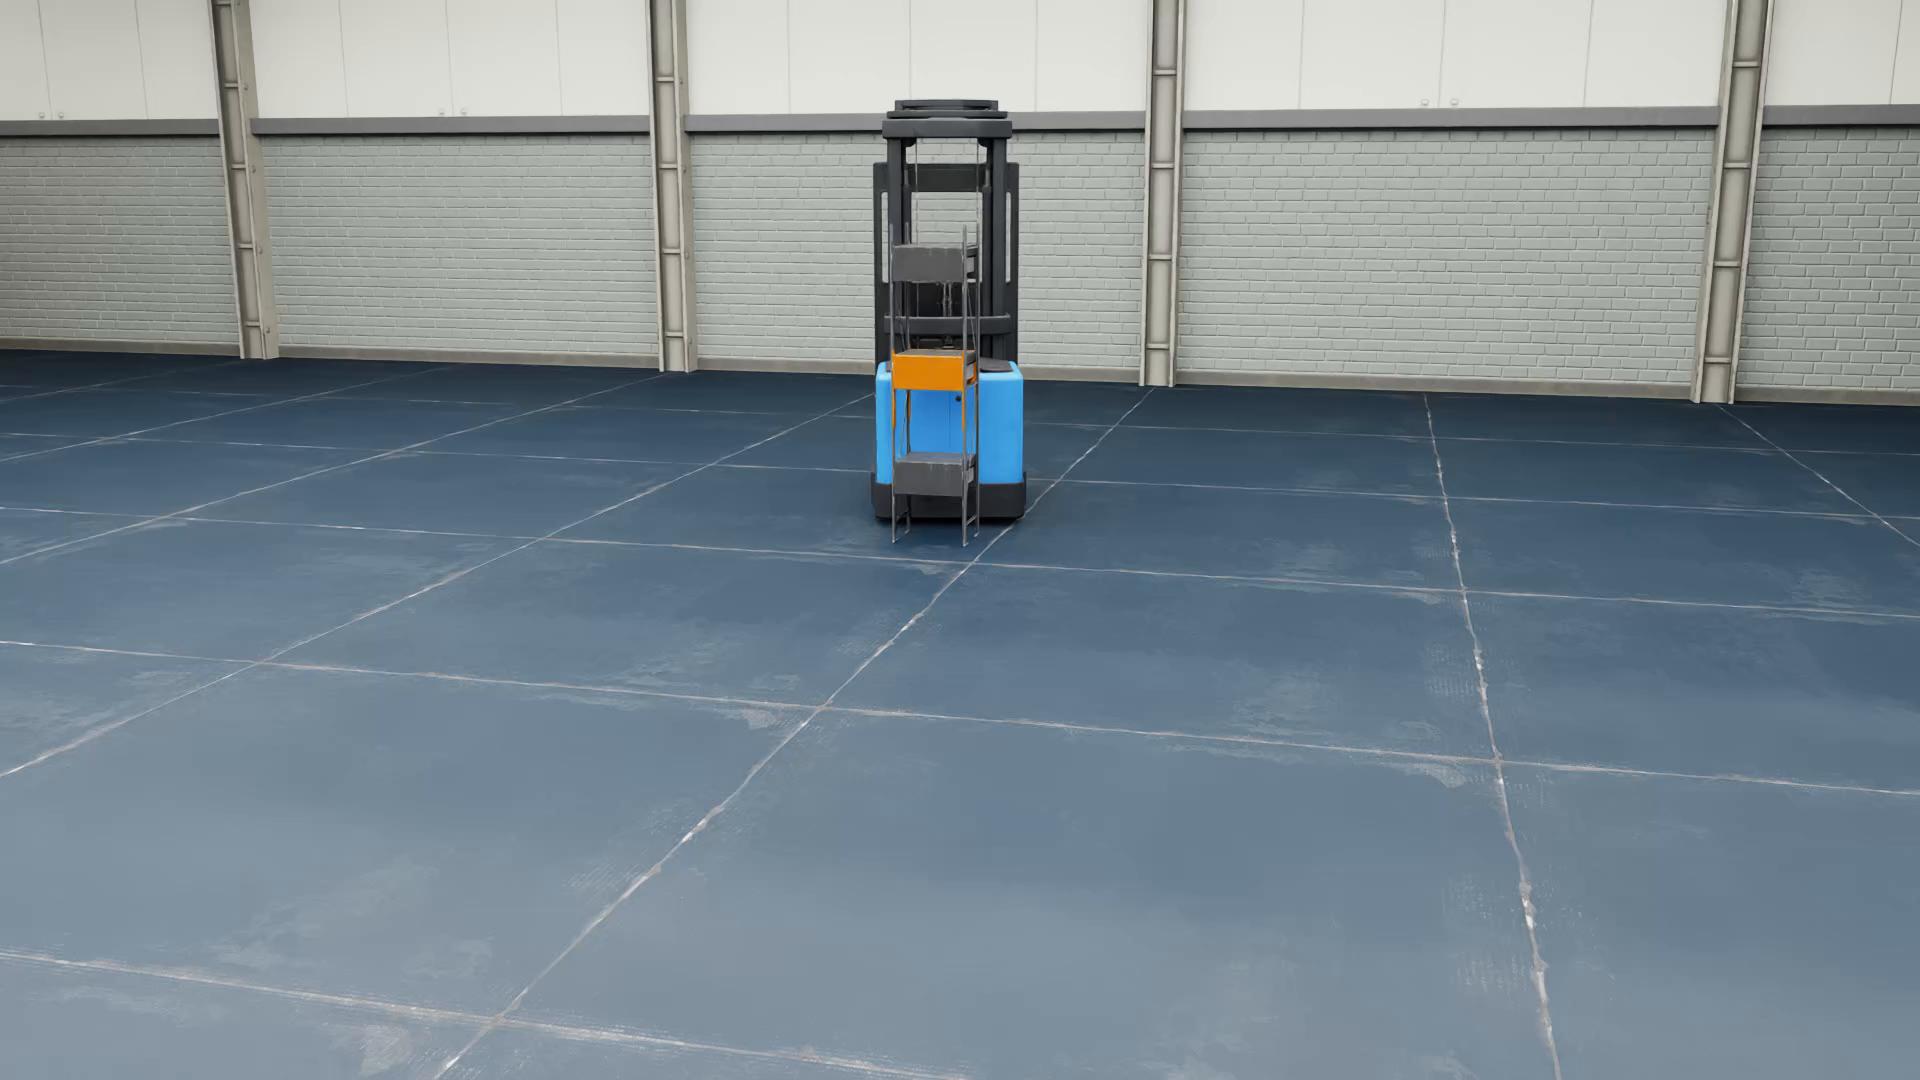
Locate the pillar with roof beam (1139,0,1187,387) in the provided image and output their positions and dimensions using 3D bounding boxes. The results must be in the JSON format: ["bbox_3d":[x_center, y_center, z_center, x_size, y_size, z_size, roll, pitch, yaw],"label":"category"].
[{"bbox_3d":[1.277,-5.300,14.348,0.400,9.000,9.100,3,13,14],"label":"pillar with roof beam"}]

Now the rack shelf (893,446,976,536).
[{"bbox_3d":[-0.161,-0.337,11.200,0.480,0.518,0.431,3,13,14],"label":"rack shelf"}]

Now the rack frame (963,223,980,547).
[{"bbox_3d":[0.076,-1.021,10.988,0.015,2.100,0.400,3,13,14],"label":"rack frame"}]

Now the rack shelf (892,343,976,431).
[{"bbox_3d":[-0.161,-1.020,11.048,0.480,0.518,0.431,3,13,14],"label":"rack shelf"}]

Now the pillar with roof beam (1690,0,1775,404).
[{"bbox_3d":[7.102,-4.989,12.945,0.400,9.000,9.100,3,13,14],"label":"pillar with roof beam"}]

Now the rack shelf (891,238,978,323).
[{"bbox_3d":[-0.161,-1.704,10.896,0.480,0.518,0.431,3,13,14],"label":"rack shelf"}]

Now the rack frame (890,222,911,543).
[{"bbox_3d":[-0.398,-1.046,11.102,0.015,2.100,0.400,3,13,14],"label":"rack frame"}]

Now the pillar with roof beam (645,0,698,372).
[{"bbox_3d":[-4.548,-5.612,15.751,0.400,9.000,9.100,3,13,14],"label":"pillar with roof beam"}]

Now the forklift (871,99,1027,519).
[{"bbox_3d":[-0.111,-1.845,12.782,1.130,2.935,3.031,0,13,-2],"label":"forklift"}]

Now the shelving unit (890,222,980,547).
[{"bbox_3d":[-0.161,-1.034,11.045,0.503,2.100,0.431,3,13,14],"label":"shelving unit"}]

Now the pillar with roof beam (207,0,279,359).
[{"bbox_3d":[-10.373,-5.923,17.155,0.400,9.000,9.100,3,13,14],"label":"pillar with roof beam"}]
